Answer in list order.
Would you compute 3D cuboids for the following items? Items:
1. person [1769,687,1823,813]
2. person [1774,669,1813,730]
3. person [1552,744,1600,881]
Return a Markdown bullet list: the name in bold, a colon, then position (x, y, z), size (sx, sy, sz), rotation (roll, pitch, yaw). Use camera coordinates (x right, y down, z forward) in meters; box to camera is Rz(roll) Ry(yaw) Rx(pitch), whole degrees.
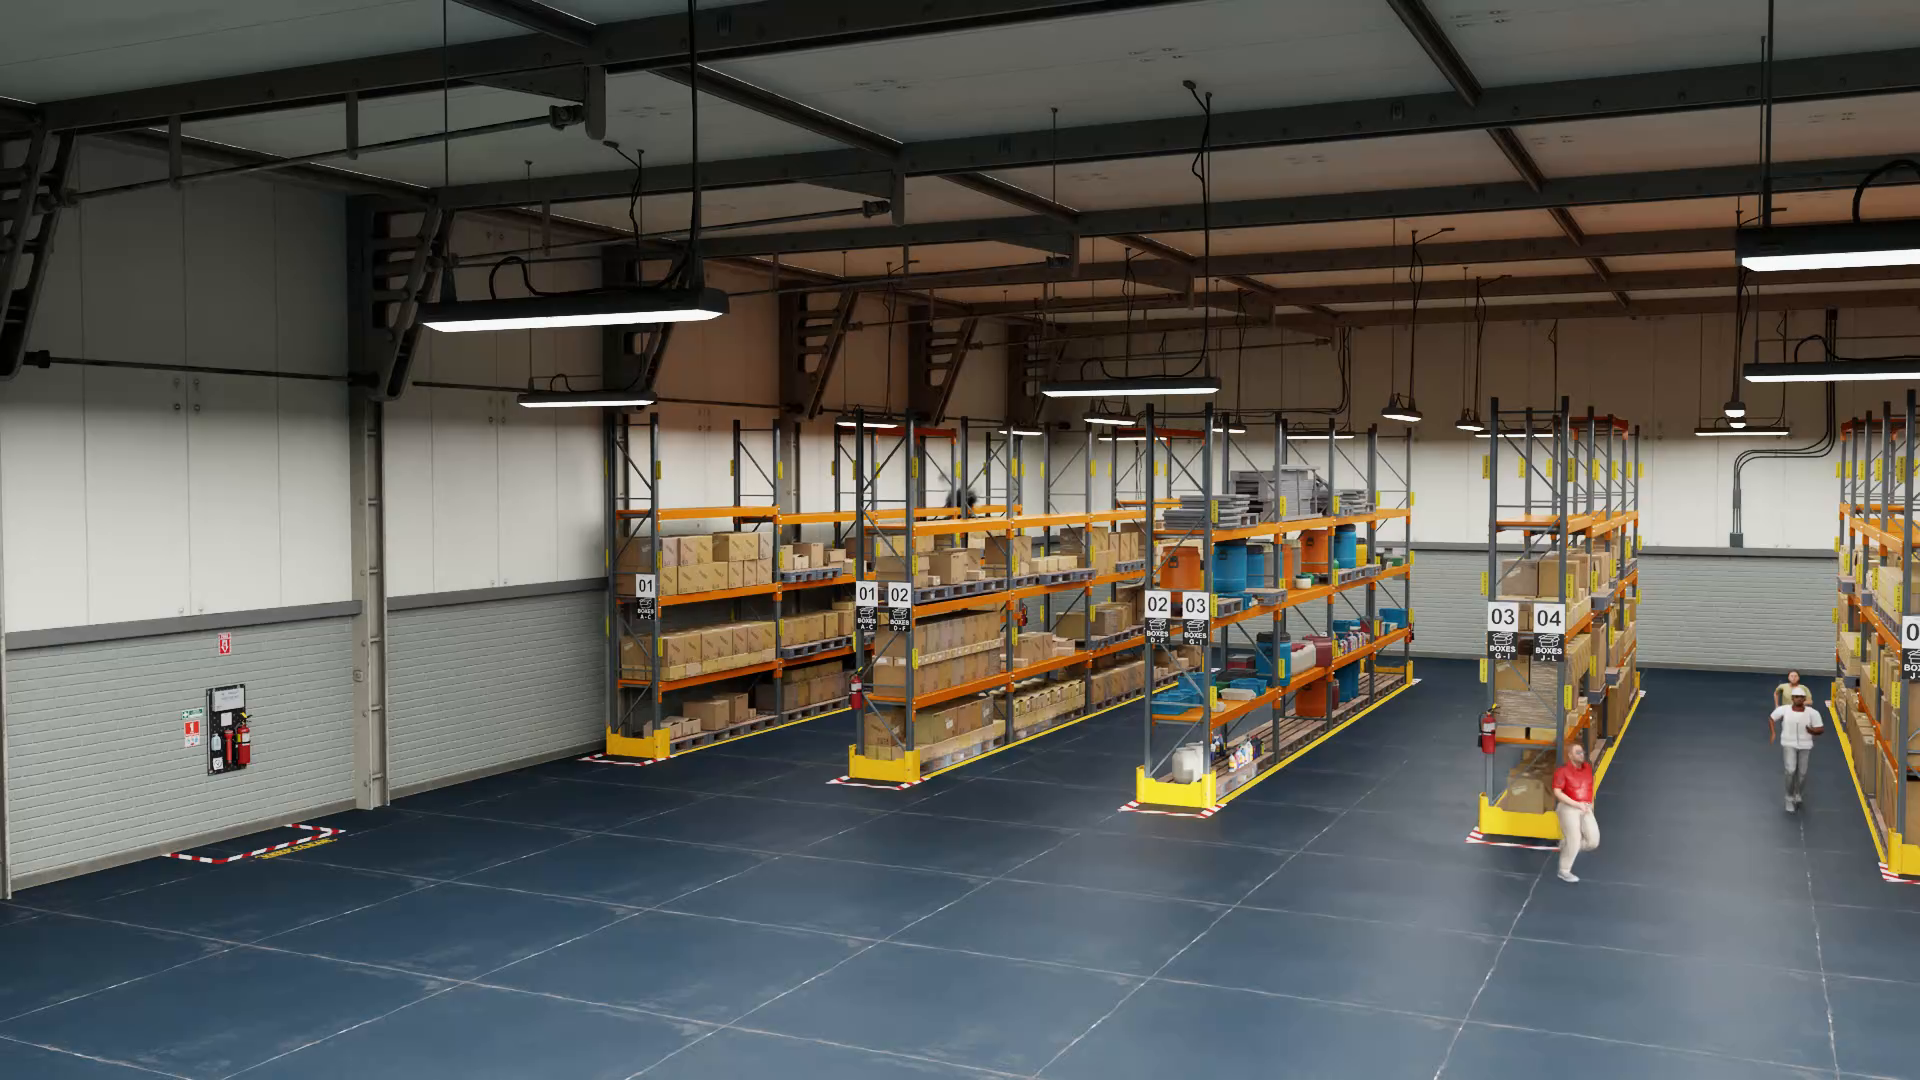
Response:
- **person**: position (12.344, 3.088, 24.539), size (0.677, 1.834, 0.774), rotation (1, 3, 17)
- **person**: position (13.847, 2.975, 27.633), size (0.564, 1.672, 0.953), rotation (1, 3, 23)
- **person**: position (7.509, 3.312, 20.229), size (0.684, 1.684, 0.667), rotation (-1, 3, -22)
